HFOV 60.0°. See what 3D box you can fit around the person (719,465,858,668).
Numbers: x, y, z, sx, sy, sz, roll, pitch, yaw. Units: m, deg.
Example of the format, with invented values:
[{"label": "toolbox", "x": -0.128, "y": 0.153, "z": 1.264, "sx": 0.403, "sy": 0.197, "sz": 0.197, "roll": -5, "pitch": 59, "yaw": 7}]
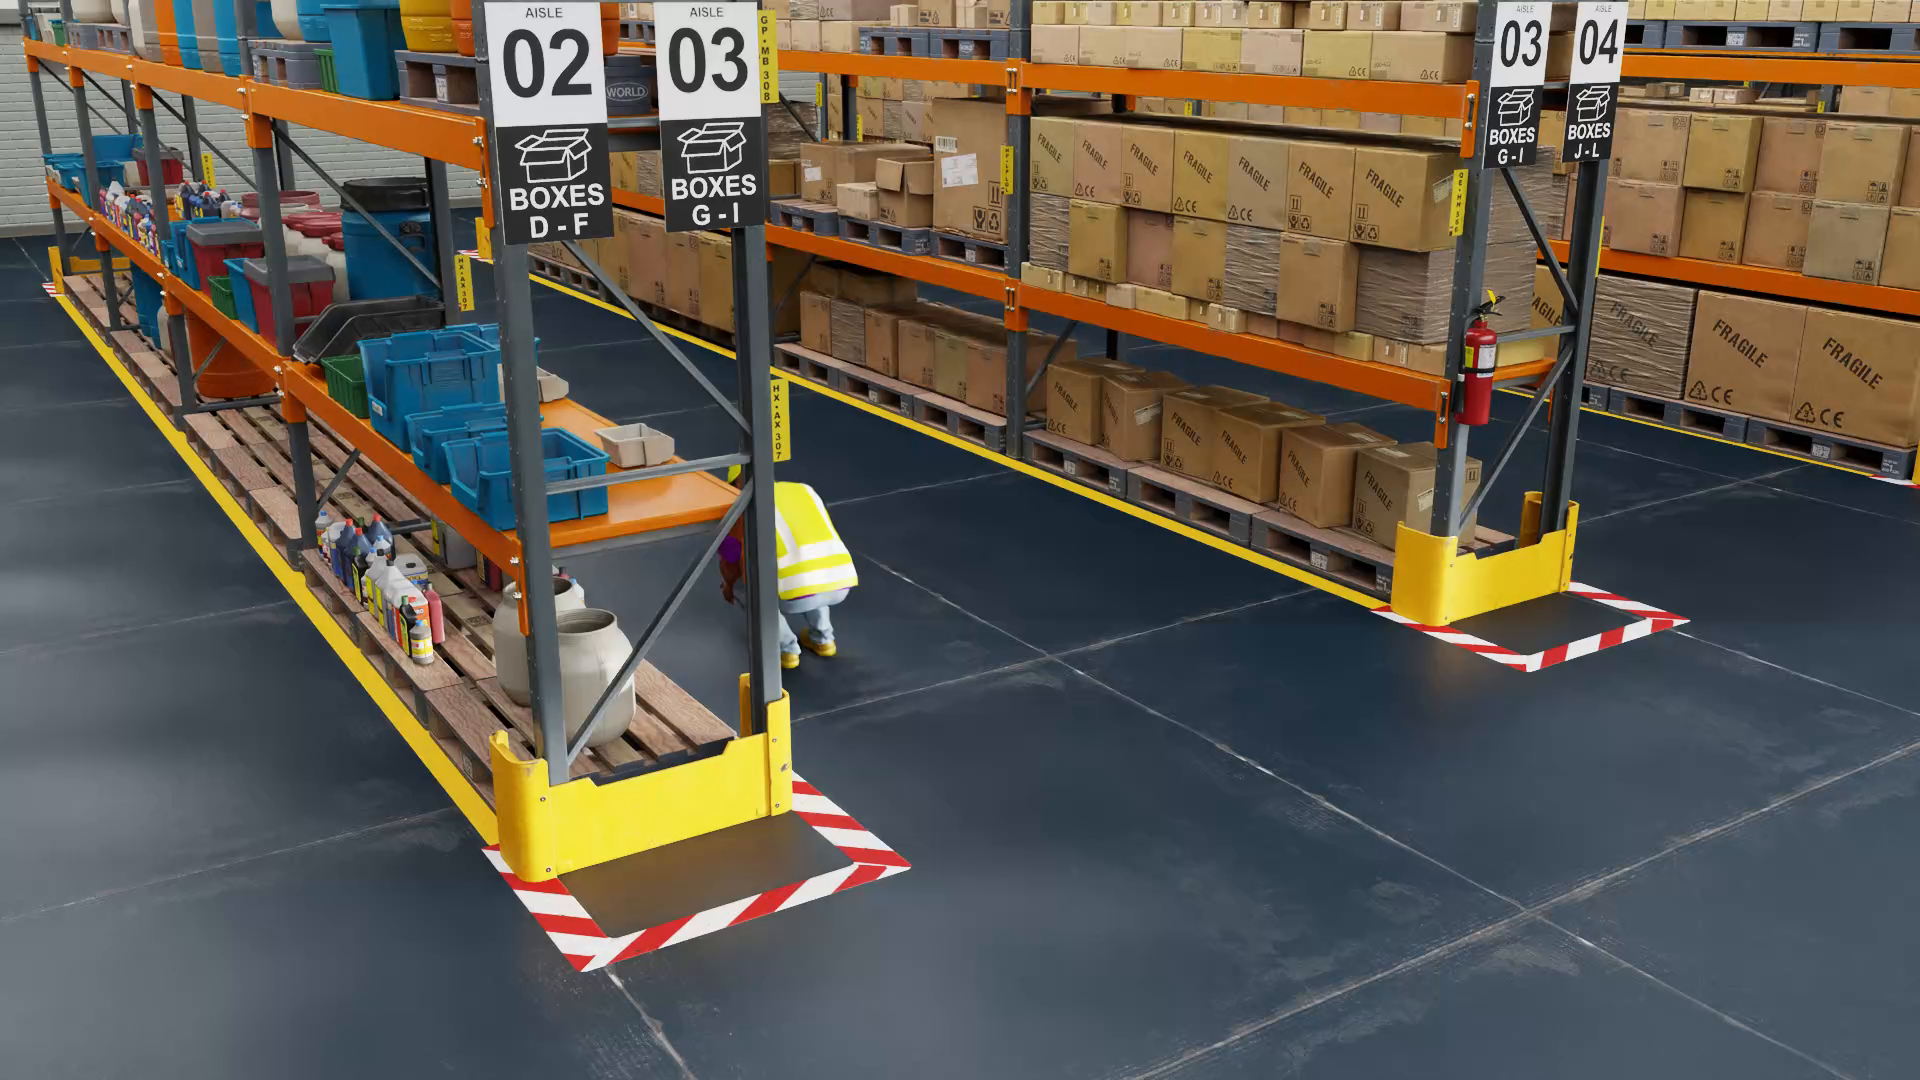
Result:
[{"label": "person", "x": -0.912, "y": 0.091, "z": 8.502, "sx": 0.590, "sy": 0.994, "sz": 0.891, "roll": -11, "pitch": 21, "yaw": -31}]
